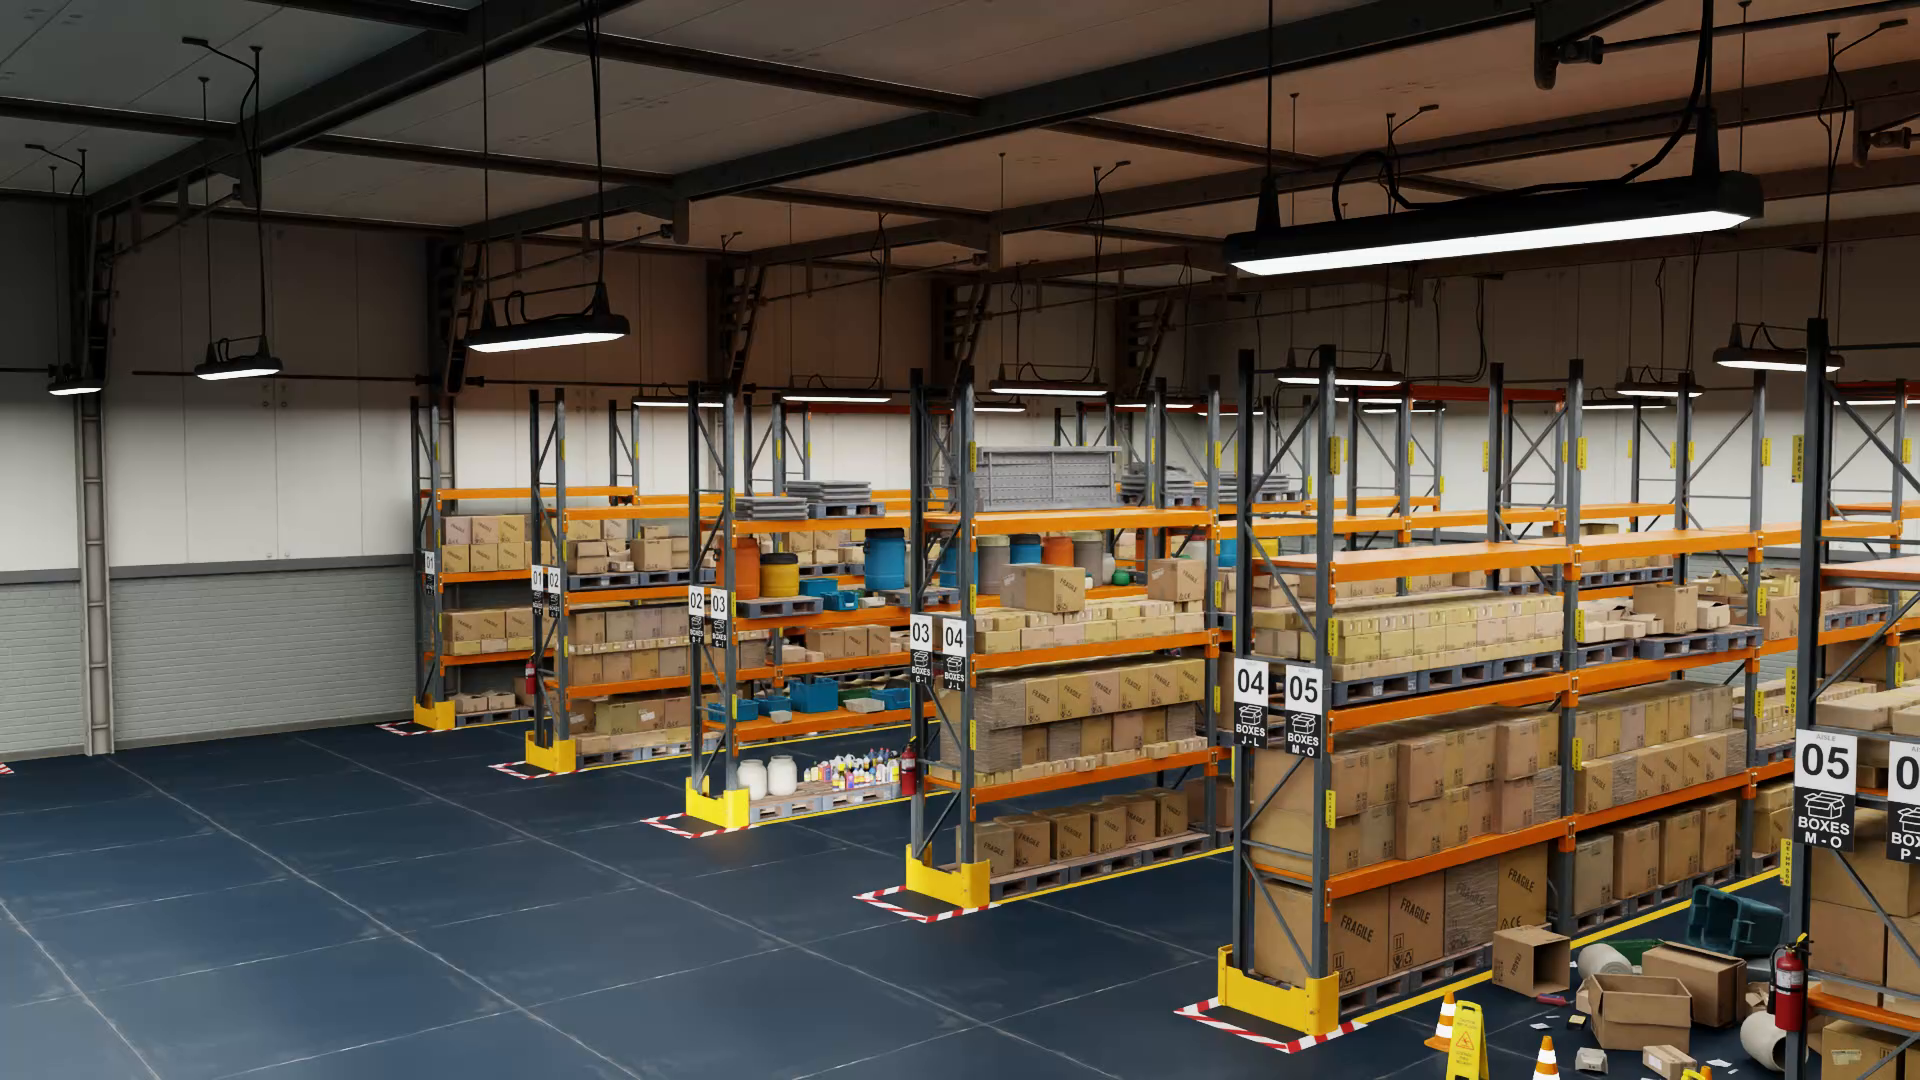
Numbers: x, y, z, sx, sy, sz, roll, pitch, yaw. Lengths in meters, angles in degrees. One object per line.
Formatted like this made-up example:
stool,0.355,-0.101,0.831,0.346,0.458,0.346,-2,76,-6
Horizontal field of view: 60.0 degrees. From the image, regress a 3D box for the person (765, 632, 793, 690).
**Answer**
person,-3.527,2.444,31.748,0.537,1.658,1.015,2,4,35
